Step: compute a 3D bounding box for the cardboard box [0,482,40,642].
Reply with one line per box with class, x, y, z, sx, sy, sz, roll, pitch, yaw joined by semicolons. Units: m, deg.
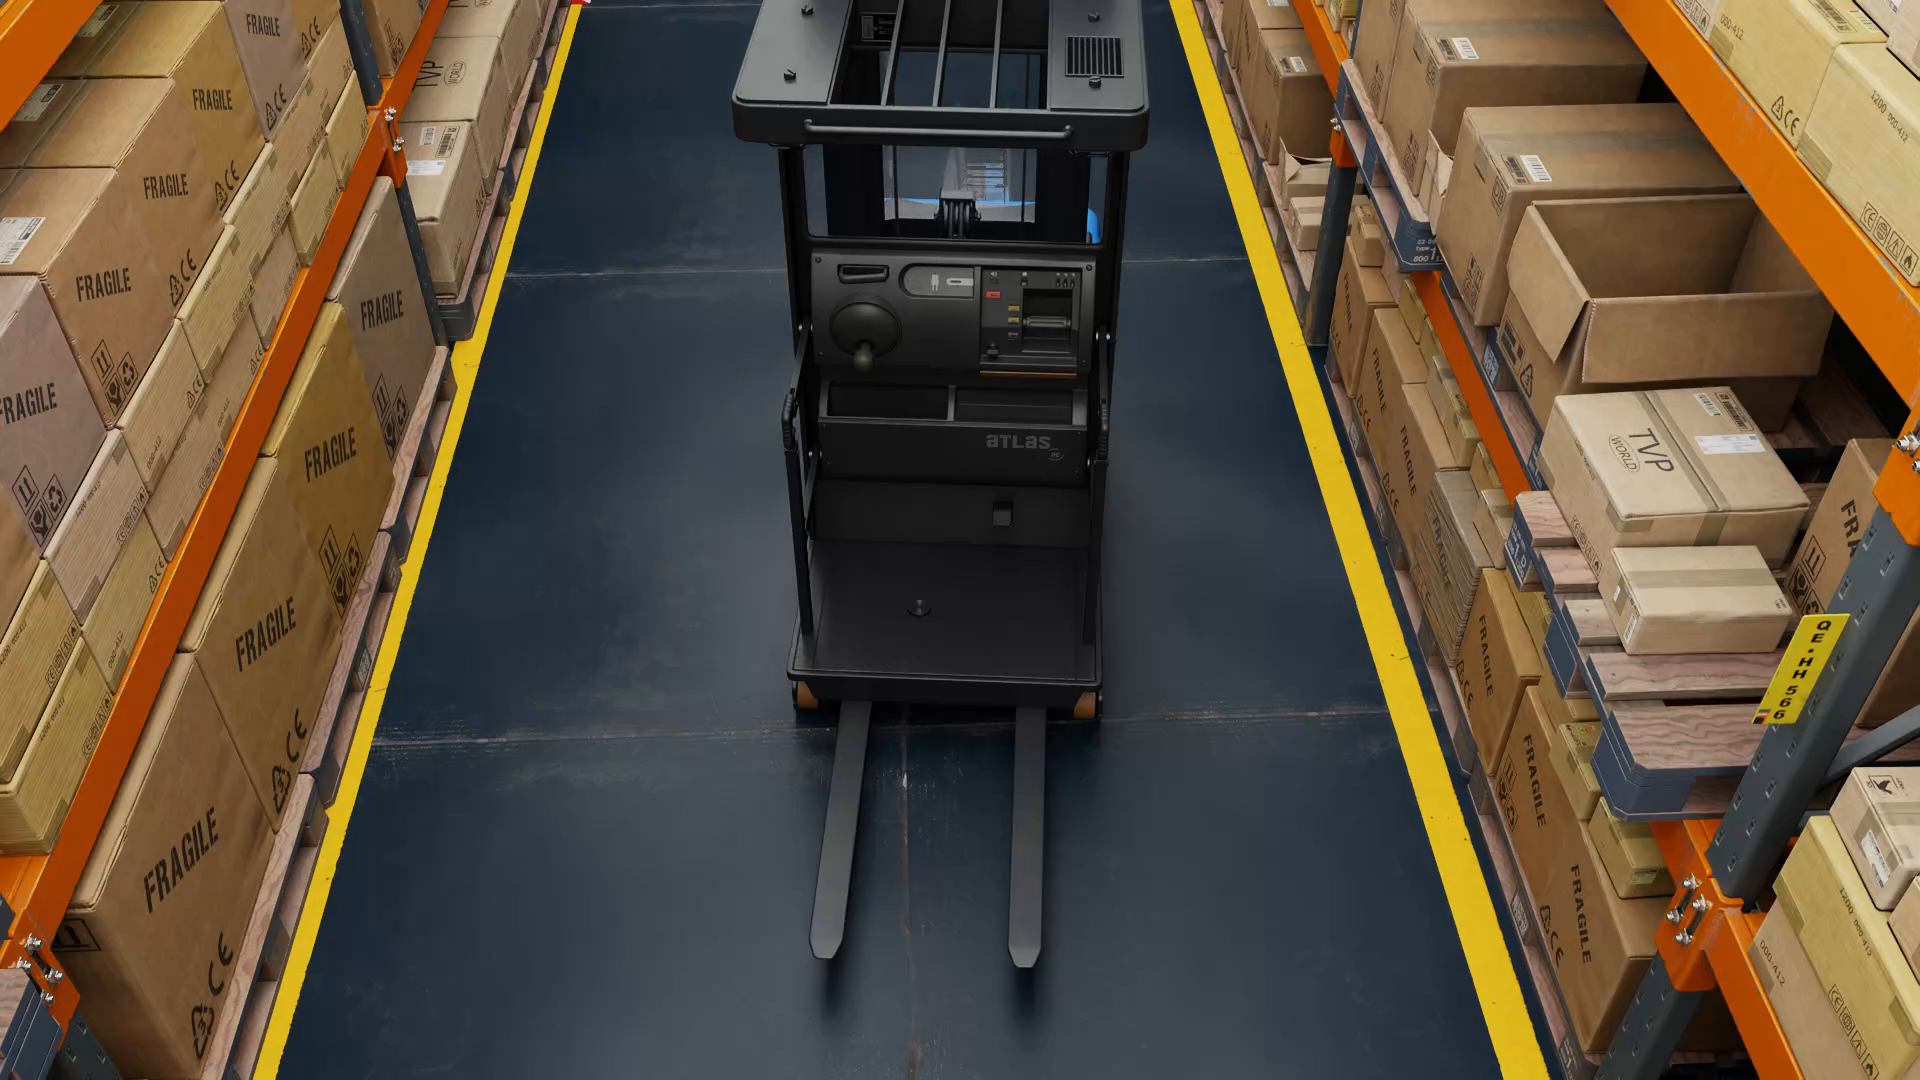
cardboard box;-2.456;0.046;3.666;0.500;0.500;0.500;-3;43;-3

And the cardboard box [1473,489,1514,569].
cardboard box;1.977;-0.048;5.642;0.380;0.149;0.250;-4;43;-4

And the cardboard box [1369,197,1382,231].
cardboard box;1.920;-1.388;6.884;0.380;0.149;0.250;-2;43;-3

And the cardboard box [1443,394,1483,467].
cardboard box;1.977;-0.397;6.023;0.380;0.149;0.250;0;43;0

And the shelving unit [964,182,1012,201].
shelving unit;0.109;-1.345;8.072;0.258;0.189;1.200;2;42;2

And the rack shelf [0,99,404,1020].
rack shelf;-2.765;-0.294;5.383;1.077;0.370;4.000;-2;43;-2

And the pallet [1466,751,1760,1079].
pallet;2.286;1.169;5.319;1.003;0.211;1.213;-2;43;-2

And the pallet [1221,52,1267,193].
pallet;2.027;-2.316;9.120;1.003;0.211;1.213;-2;43;-2

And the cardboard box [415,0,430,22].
cardboard box;-2.625;-2.610;7.304;0.500;0.500;0.500;-1;43;-2

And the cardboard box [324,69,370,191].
cardboard box;-2.579;-1.558;6.341;0.500;0.250;0.500;-3;43;-3

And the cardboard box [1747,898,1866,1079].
cardboard box;2.054;1.008;3.541;0.500;0.250;0.500;-1;43;-2

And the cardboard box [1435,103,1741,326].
cardboard box;1.962;-1.034;5.273;0.700;0.500;0.500;-2;43;-2

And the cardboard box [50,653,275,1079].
cardboard box;-2.626;0.951;4.754;0.875;0.875;0.875;-2;43;-2

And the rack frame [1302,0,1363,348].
rack frame;2.110;-2.054;6.771;1.000;3.000;0.127;-2;43;-2

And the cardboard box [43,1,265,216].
cardboard box;-2.548;-1.328;5.165;0.500;0.500;0.500;0;43;0

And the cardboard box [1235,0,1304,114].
cardboard box;1.791;-2.634;8.943;0.500;0.500;0.500;-1;43;-1

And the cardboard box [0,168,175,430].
cardboard box;-2.493;-0.639;4.413;0.500;0.500;0.500;-1;43;-1

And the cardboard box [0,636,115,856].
cardboard box;-2.449;0.509;4.086;0.500;0.250;0.500;-2;43;-3

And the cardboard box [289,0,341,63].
cardboard box;-2.580;-2.020;5.920;0.500;0.500;0.500;0;43;0

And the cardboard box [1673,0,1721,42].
cardboard box;1.972;-1.421;3.971;0.500;0.250;0.500;-2;43;-2

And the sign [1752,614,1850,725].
sign;1.738;0.270;3.437;0.100;0.325;0.005;-2;43;-2

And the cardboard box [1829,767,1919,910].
cardboard box;1.999;0.594;3.328;0.380;0.149;0.250;0;43;-1

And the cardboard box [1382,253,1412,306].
cardboard box;1.948;-1.092;6.781;0.380;0.149;0.250;-3;43;-3

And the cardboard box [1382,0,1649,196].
cardboard box;1.929;-1.563;5.851;0.700;0.500;0.500;-1;43;-1

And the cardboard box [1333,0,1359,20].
cardboard box;1.844;-2.445;7.089;0.500;0.250;0.500;-1;43;-1

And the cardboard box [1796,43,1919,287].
cardboard box;2.015;-0.744;3.233;0.500;0.250;0.500;-3;43;-3

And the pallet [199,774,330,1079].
pallet;-2.638;1.285;5.192;1.003;0.211;1.213;-2;43;-2

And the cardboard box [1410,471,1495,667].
cardboard box;1.970;0.092;5.969;0.500;0.500;0.500;-3;43;-3

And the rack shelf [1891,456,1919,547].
rack shelf;2.364;1.156;1.582;1.077;0.370;4.000;-2;43;-2

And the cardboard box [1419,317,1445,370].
cardboard box;1.996;-0.735;6.391;0.380;0.149;0.250;-2;43;-3

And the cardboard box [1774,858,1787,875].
cardboard box;2.542;1.120;4.847;0.500;0.500;0.500;0;43;0

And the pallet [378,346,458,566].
pallet;-2.741;-0.363;6.989;1.003;0.211;1.213;-2;43;-2

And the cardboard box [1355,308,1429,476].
cardboard box;1.938;-0.595;6.719;0.500;0.500;0.500;-2;43;-2

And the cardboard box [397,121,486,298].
cardboard box;-2.769;-1.547;7.803;0.875;0.438;0.875;-2;43;-2

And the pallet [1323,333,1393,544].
pallet;2.182;-0.478;7.116;1.003;0.211;1.213;-2;43;-2

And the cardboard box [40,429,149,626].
cardboard box;-2.475;-0.036;4.310;0.500;0.250;0.500;-1;43;-1

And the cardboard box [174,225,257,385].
cardboard box;-2.492;-0.716;5.052;0.500;0.250;0.500;-1;43;-1

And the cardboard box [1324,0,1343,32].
cardboard box;1.811;-2.345;7.274;0.380;0.149;0.250;-1;43;-1

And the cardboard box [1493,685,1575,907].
cardboard box;2.036;0.795;5.202;0.500;0.500;0.500;-2;43;-2

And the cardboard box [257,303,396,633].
cardboard box;-2.697;-0.255;6.070;0.875;0.875;0.875;-1;43;-1

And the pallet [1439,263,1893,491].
pallet;2.192;-0.596;5.322;1.003;0.211;1.213;-2;43;-2

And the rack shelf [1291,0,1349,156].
rack shelf;2.025;-3.139;8.487;1.077;0.370;4.000;-2;43;-2

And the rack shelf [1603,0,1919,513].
rack shelf;2.195;-1.545;4.528;1.077;0.370;4.000;-2;43;-2

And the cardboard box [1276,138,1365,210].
cardboard box;1.777;-1.810;8.217;0.396;0.266;0.258;0;43;0

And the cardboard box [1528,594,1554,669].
cardboard box;2.030;0.306;5.256;0.380;0.149;0.250;0;43;-1

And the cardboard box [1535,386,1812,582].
cardboard box;1.911;-0.156;4.501;0.500;0.250;0.500;-3;43;-4

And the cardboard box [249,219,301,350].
cardboard box;-2.556;-0.873;5.594;0.500;0.250;0.500;-3;43;-3

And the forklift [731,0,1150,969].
forklift;-0.032;-0.660;5.301;1.130;2.935;3.031;2;43;2

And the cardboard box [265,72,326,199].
cardboard box;-2.559;-1.410;5.810;0.500;0.250;0.500;-1;43;-1

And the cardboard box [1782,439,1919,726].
cardboard box;2.414;0.102;4.034;0.500;0.500;0.500;0;43;0

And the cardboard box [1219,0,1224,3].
cardboard box;1.871;-3.574;9.965;0.797;0.503;0.637;-3;43;-3

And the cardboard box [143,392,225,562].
cardboard box;-2.505;-0.192;4.850;0.500;0.250;0.500;0;43;0

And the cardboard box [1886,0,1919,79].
cardboard box;2.032;-0.959;3.173;0.380;0.149;0.250;-3;43;-3

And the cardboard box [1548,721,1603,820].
cardboard box;1.963;0.664;4.865;0.380;0.149;0.250;-4;43;-4

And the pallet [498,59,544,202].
pallet;-2.858;-2.223;9.019;1.003;0.211;1.213;-2;43;-2

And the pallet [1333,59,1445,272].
pallet;2.034;-1.441;6.244;1.003;0.211;1.213;-2;43;-2

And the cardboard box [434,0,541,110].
cardboard box;-2.844;-2.760;9.126;0.875;0.438;0.875;-1;43;-1
